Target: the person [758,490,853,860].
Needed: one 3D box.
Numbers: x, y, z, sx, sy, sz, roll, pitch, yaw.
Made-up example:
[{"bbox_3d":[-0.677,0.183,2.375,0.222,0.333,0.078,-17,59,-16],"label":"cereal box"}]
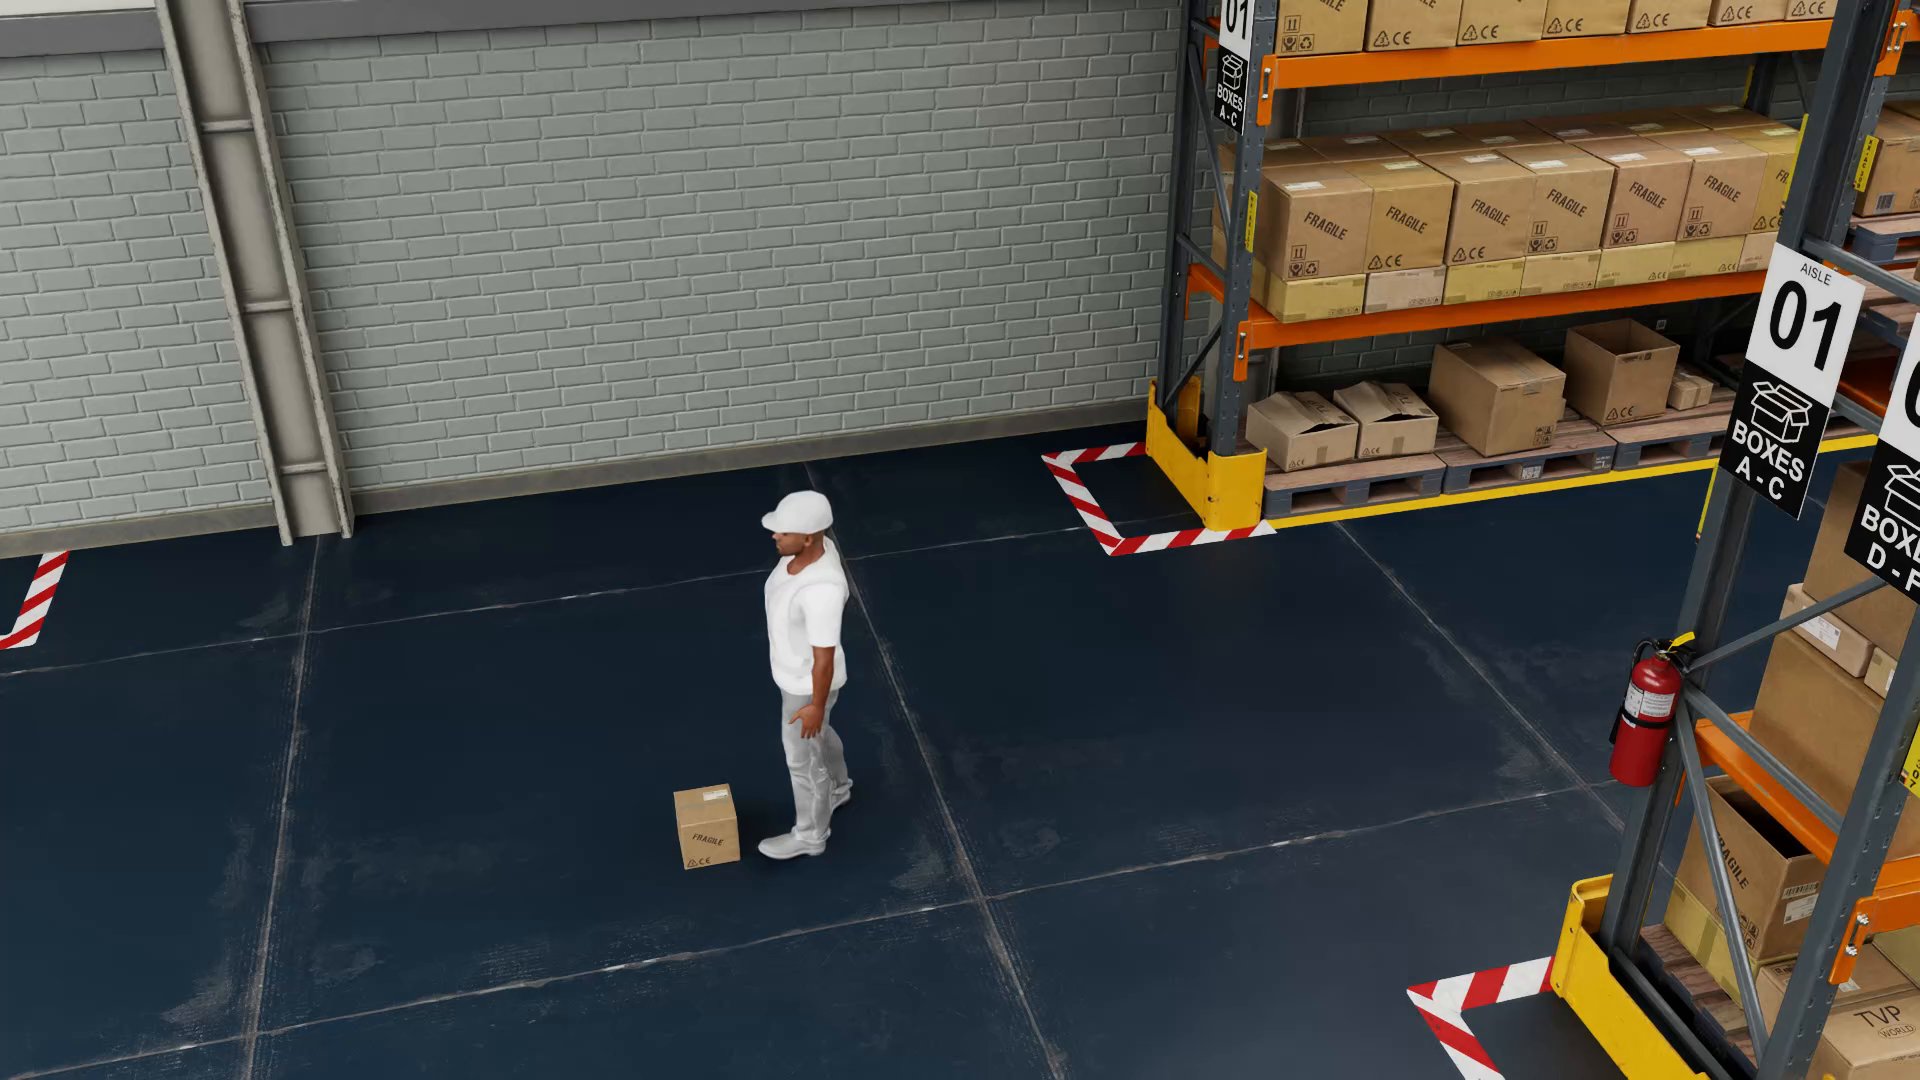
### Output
[{"bbox_3d":[-0.696,0.591,7.215,0.489,1.788,0.577,-7,31,-12],"label":"person"}]
